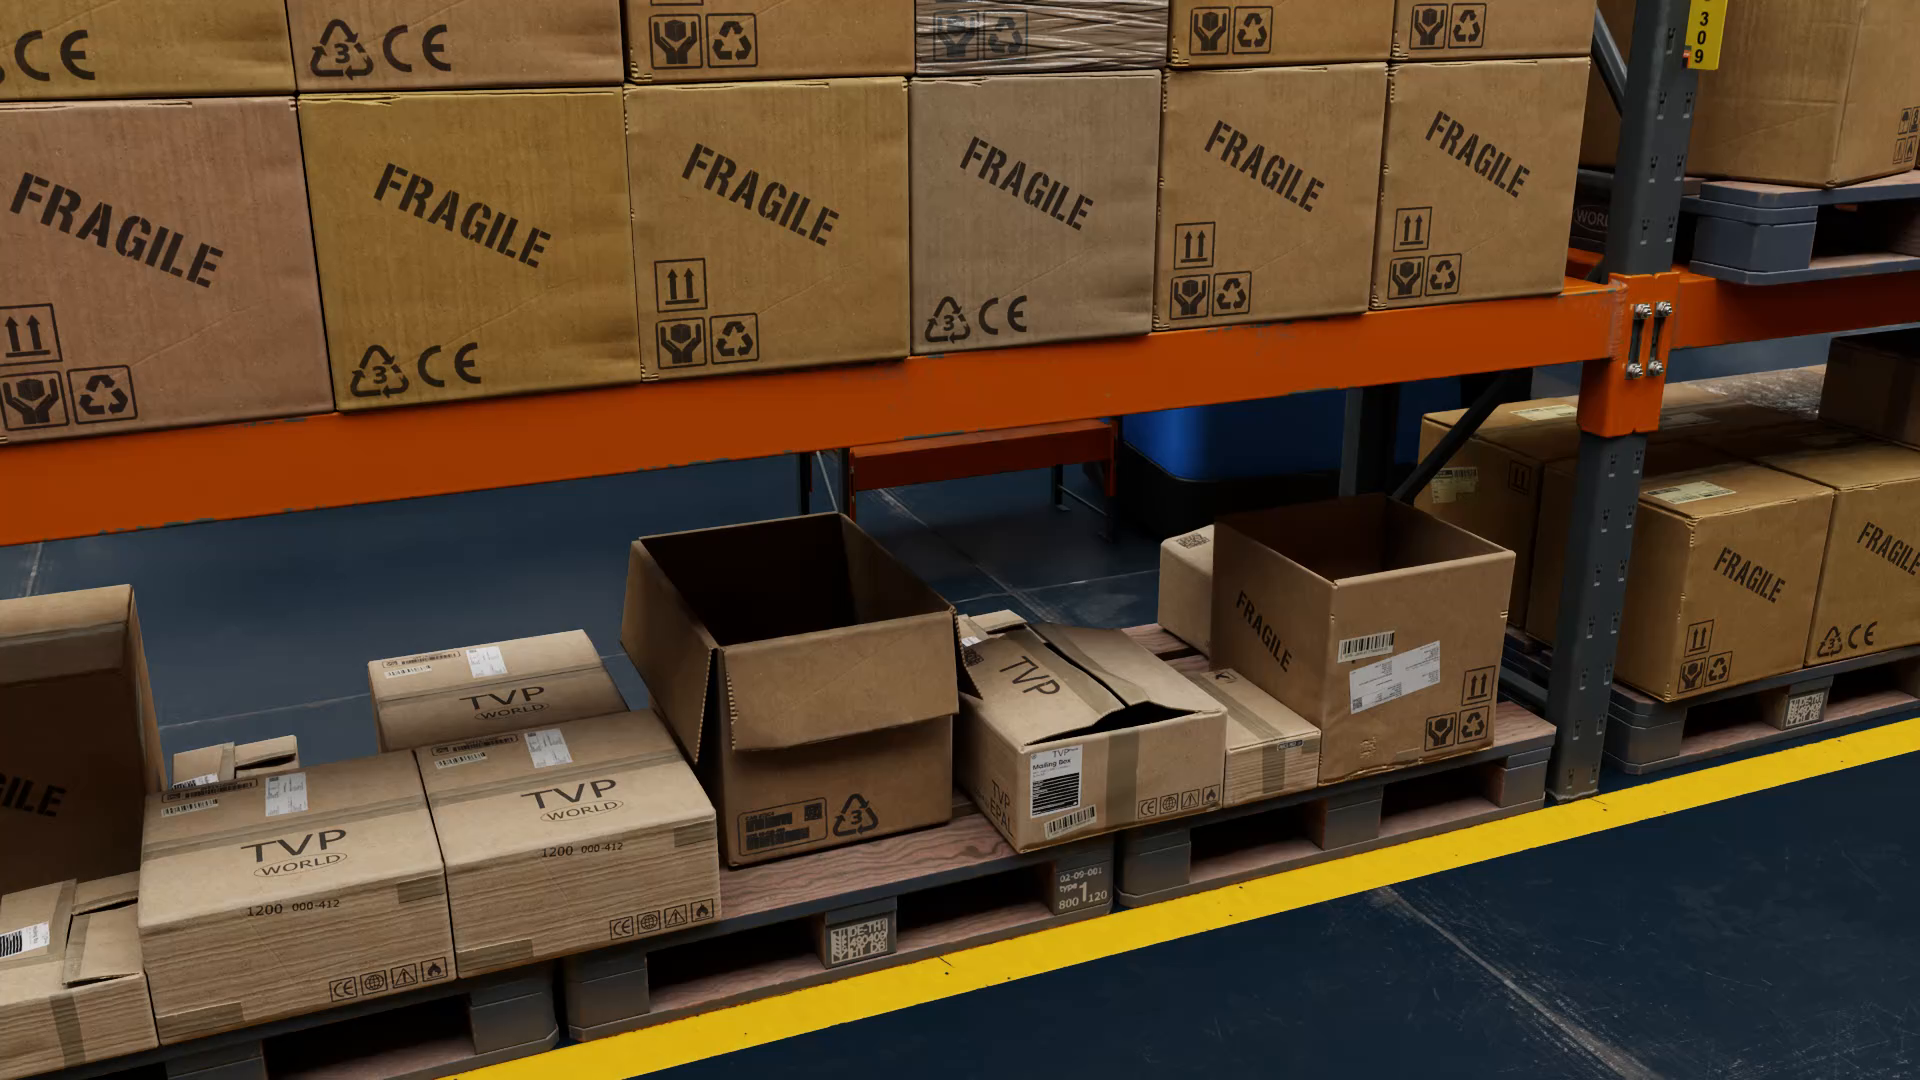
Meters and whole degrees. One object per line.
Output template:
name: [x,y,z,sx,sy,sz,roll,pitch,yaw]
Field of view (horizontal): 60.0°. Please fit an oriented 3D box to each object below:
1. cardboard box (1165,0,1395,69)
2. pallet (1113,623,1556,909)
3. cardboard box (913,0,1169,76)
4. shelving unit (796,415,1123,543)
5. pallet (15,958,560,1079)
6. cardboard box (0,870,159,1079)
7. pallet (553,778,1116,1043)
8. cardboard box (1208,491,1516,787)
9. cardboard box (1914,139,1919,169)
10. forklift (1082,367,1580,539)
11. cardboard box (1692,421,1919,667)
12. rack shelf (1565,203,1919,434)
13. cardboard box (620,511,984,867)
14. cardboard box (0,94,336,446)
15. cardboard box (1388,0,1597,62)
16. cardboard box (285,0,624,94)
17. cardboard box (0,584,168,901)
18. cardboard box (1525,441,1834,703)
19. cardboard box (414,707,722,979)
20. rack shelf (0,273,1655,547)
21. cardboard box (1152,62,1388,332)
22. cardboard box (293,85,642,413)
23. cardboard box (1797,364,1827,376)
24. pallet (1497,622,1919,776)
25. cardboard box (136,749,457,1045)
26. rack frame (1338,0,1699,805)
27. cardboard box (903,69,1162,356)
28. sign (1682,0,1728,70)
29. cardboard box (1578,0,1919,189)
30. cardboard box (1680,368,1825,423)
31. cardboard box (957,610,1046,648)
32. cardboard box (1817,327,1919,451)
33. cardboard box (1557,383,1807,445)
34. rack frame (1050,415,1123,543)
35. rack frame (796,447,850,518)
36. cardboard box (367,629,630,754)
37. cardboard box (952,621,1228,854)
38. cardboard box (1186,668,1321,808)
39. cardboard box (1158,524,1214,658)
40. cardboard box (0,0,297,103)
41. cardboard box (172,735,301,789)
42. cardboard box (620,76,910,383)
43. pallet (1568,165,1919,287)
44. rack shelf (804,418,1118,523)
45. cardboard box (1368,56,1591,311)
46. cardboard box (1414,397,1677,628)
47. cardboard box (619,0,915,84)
cardboard box: [0.521,-1.220,3.313,0.500,0.500,0.500,-9,21,-23]
pallet: [0.721,0.491,4.310,1.213,0.211,1.003,-8,21,-22]
cardboard box: [0.058,-1.153,3.125,0.500,0.500,0.500,-8,21,-21]
shelving unit: [-0.006,-0.530,5.833,1.048,1.125,0.538,-8,21,-22]
pallet: [-1.519,0.812,3.398,1.213,0.211,1.003,-8,21,-22]
cardboard box: [-1.571,0.757,2.958,0.250,0.166,0.380,-8,21,-22]
pallet: [-0.401,0.653,3.851,1.213,0.211,1.003,-8,21,-22]
cardboard box: [0.941,0.219,3.986,0.500,0.500,0.500,-8,21,-22]
cardboard box: [2.482,-1.264,4.311,0.500,0.500,0.700,-5,20,-13]
forklift: [2.060,-1.584,6.106,3.031,2.935,1.130,-5,20,-15]
cardboard box: [2.378,-0.006,4.623,0.500,0.500,0.500,-8,21,-21]
rack shelf: [3.188,-0.838,4.969,4.000,0.370,1.077,-8,21,-22]
cardboard box: [-0.371,0.304,3.738,0.637,0.503,0.797,-8,21,-22]
cardboard box: [-1.337,-0.483,2.726,0.500,0.500,0.500,-8,21,-22]
cardboard box: [0.990,-1.288,3.507,0.500,0.500,0.500,-8,21,-22]
cardboard box: [-0.871,-1.020,2.747,0.500,0.500,0.500,-8,21,-21]
cardboard box: [-1.919,0.437,3.367,0.500,0.500,0.500,-8,21,-22]
cardboard box: [1.893,0.068,4.414,0.500,0.500,0.500,-9,21,-24]
cardboard box: [-0.791,0.585,3.323,0.500,0.250,0.500,-8,21,-22]
rack shelf: [-0.484,-0.312,3.475,4.000,0.370,1.077,-8,21,-22]
cardboard box: [0.522,-0.749,3.483,0.500,0.500,0.500,-8,21,-20]
cardboard box: [-0.875,-0.548,2.911,0.500,0.500,0.500,-8,21,-22]
cardboard box: [3.076,-0.291,5.434,0.500,0.500,0.500,-9,21,-24]
pallet: [2.084,0.282,4.902,1.213,0.211,1.003,-8,21,-22]
cardboard box: [-1.250,0.650,3.136,0.500,0.250,0.500,-8,21,-22]
rack frame: [1.352,-0.914,4.103,0.127,3.000,1.000,-8,21,-22]
cardboard box: [0.051,-0.681,3.289,0.500,0.500,0.500,-8,21,-21]
sign: [1.574,-1.158,3.492,0.005,0.325,0.100,-8,21,-22]
cardboard box: [1.876,-1.154,4.000,0.500,0.500,0.700,-17,26,-40]
cardboard box: [2.609,-0.224,5.242,0.500,0.500,0.500,-8,21,-21]
cardboard box: [0.091,0.321,4.199,0.250,0.166,0.380,-8,21,-22]
cardboard box: [2.811,-0.418,4.663,0.500,0.250,0.500,-8,21,-22]
cardboard box: [2.149,-0.158,5.055,0.500,0.500,0.500,-8,21,-22]
rack frame: [0.461,-0.597,6.023,0.032,1.125,0.500,-8,21,-22]
rack frame: [-0.473,-0.463,5.643,0.032,1.125,0.500,-8,21,-22]
cardboard box: [-1.035,0.439,3.737,0.500,0.250,0.500,-8,21,-22]
cardboard box: [0.253,0.406,3.737,0.500,0.311,0.500,-8,21,-22]
cardboard box: [0.621,0.452,3.852,0.250,0.149,0.380,-8,21,-22]
cardboard box: [0.881,0.136,4.507,0.500,0.311,0.500,-8,21,-22]
cardboard box: [-1.332,-0.956,2.565,0.500,0.500,0.500,-8,21,-21]
cardboard box: [-1.512,0.568,3.496,0.250,0.166,0.380,-8,21,-22]
cardboard box: [-0.416,-0.613,3.097,0.500,0.500,0.500,-8,21,-21]
pallet: [2.129,-0.896,4.339,1.213,0.211,1.003,-8,21,-22]
rack shelf: [-0.006,-0.299,5.914,1.000,0.278,0.538,-8,21,-22]
cardboard box: [0.995,-0.818,3.677,0.500,0.500,0.500,-8,21,-21]
cardboard box: [1.692,-0.095,4.877,0.500,0.500,0.500,-8,21,-22]
cardboard box: [-0.405,-1.087,2.938,0.500,0.500,0.500,-8,21,-22]
